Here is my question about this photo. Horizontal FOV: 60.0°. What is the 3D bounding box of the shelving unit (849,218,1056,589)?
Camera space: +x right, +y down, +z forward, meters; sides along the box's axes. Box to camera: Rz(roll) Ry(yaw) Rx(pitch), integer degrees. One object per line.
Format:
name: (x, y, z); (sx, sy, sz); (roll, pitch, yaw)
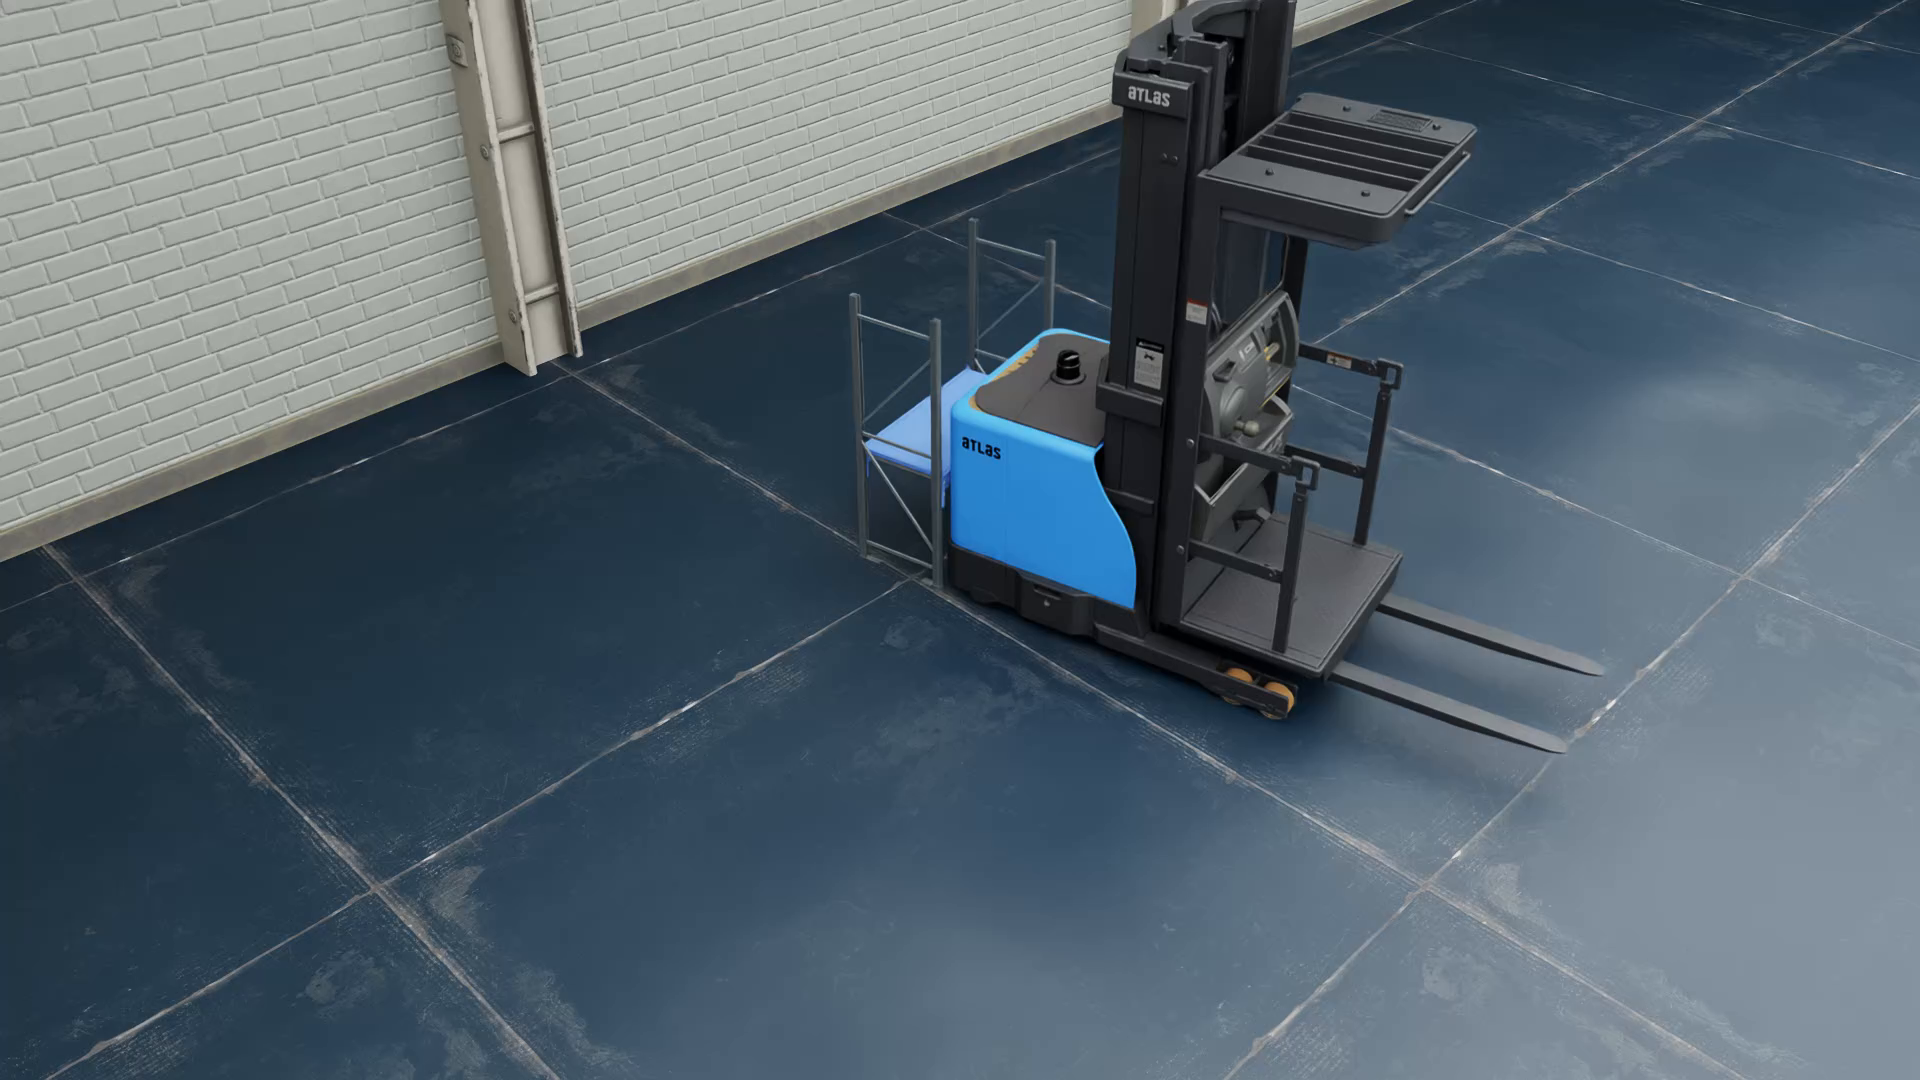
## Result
shelving unit: (-0.022, -0.698, 8.430); (0.538, 1.500, 1.048); (21, 40, 27)

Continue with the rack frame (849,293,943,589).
rack frame: (-0.303, -0.455, 8.083); (0.500, 1.500, 0.032); (21, 40, 27)

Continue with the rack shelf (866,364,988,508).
rack shelf: (-0.022, -0.550, 8.533); (0.538, 0.185, 1.000); (21, 40, 27)

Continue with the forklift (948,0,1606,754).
forklift: (1.460, -0.735, 7.232); (3.031, 2.935, 1.130); (20, 39, 26)

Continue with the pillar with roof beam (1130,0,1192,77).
pillar with roof beam: (4.680, -5.534, 8.809); (9.100, 9.000, 0.400); (30, 45, 35)

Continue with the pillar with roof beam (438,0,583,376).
pillar with roof beam: (0.453, -3.098, 5.316); (9.100, 9.000, 0.400); (30, 45, 35)

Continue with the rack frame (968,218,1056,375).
rack frame: (0.259, -0.940, 8.778); (0.500, 1.500, 0.032); (21, 40, 27)
